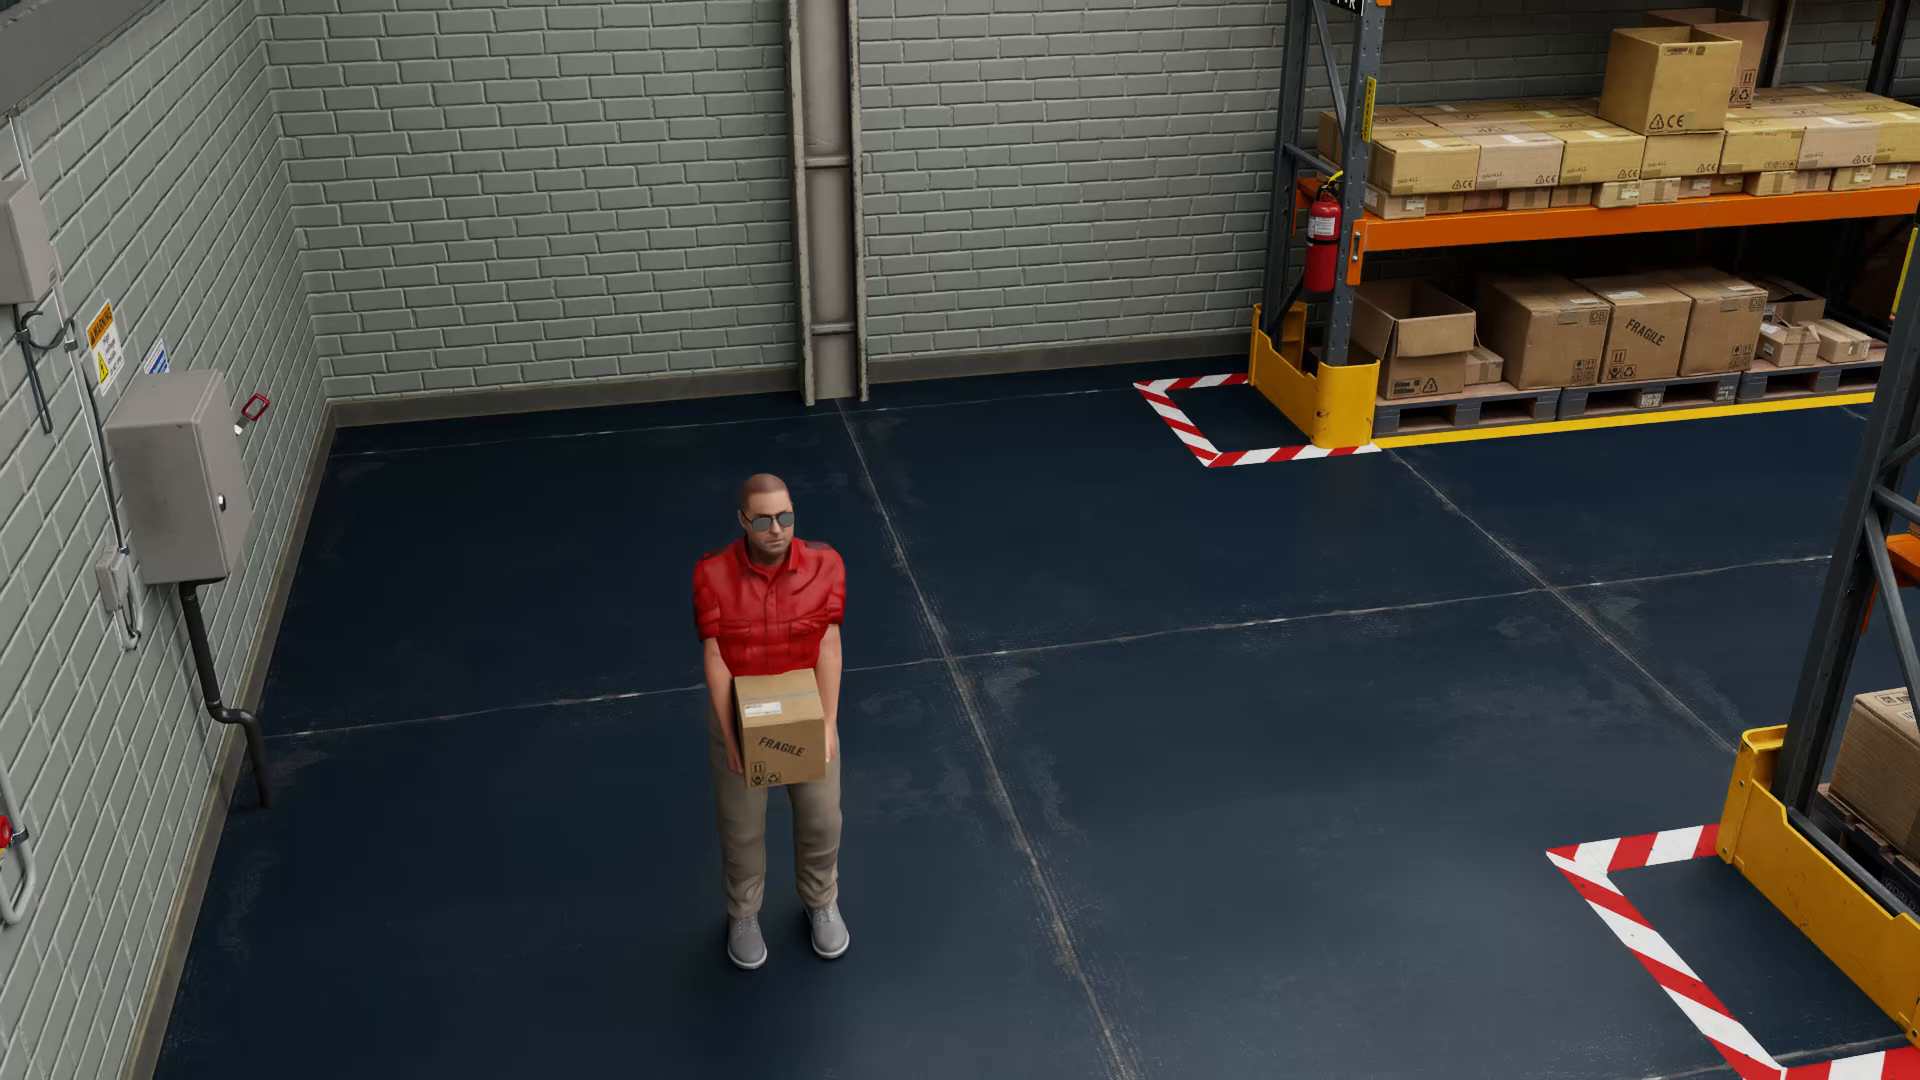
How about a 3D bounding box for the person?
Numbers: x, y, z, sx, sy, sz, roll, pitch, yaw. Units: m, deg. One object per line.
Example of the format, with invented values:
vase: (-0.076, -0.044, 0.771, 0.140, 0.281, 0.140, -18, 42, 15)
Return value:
person: (-0.579, 0.636, 5.375, 0.490, 1.722, 0.540, -6, 27, -11)
